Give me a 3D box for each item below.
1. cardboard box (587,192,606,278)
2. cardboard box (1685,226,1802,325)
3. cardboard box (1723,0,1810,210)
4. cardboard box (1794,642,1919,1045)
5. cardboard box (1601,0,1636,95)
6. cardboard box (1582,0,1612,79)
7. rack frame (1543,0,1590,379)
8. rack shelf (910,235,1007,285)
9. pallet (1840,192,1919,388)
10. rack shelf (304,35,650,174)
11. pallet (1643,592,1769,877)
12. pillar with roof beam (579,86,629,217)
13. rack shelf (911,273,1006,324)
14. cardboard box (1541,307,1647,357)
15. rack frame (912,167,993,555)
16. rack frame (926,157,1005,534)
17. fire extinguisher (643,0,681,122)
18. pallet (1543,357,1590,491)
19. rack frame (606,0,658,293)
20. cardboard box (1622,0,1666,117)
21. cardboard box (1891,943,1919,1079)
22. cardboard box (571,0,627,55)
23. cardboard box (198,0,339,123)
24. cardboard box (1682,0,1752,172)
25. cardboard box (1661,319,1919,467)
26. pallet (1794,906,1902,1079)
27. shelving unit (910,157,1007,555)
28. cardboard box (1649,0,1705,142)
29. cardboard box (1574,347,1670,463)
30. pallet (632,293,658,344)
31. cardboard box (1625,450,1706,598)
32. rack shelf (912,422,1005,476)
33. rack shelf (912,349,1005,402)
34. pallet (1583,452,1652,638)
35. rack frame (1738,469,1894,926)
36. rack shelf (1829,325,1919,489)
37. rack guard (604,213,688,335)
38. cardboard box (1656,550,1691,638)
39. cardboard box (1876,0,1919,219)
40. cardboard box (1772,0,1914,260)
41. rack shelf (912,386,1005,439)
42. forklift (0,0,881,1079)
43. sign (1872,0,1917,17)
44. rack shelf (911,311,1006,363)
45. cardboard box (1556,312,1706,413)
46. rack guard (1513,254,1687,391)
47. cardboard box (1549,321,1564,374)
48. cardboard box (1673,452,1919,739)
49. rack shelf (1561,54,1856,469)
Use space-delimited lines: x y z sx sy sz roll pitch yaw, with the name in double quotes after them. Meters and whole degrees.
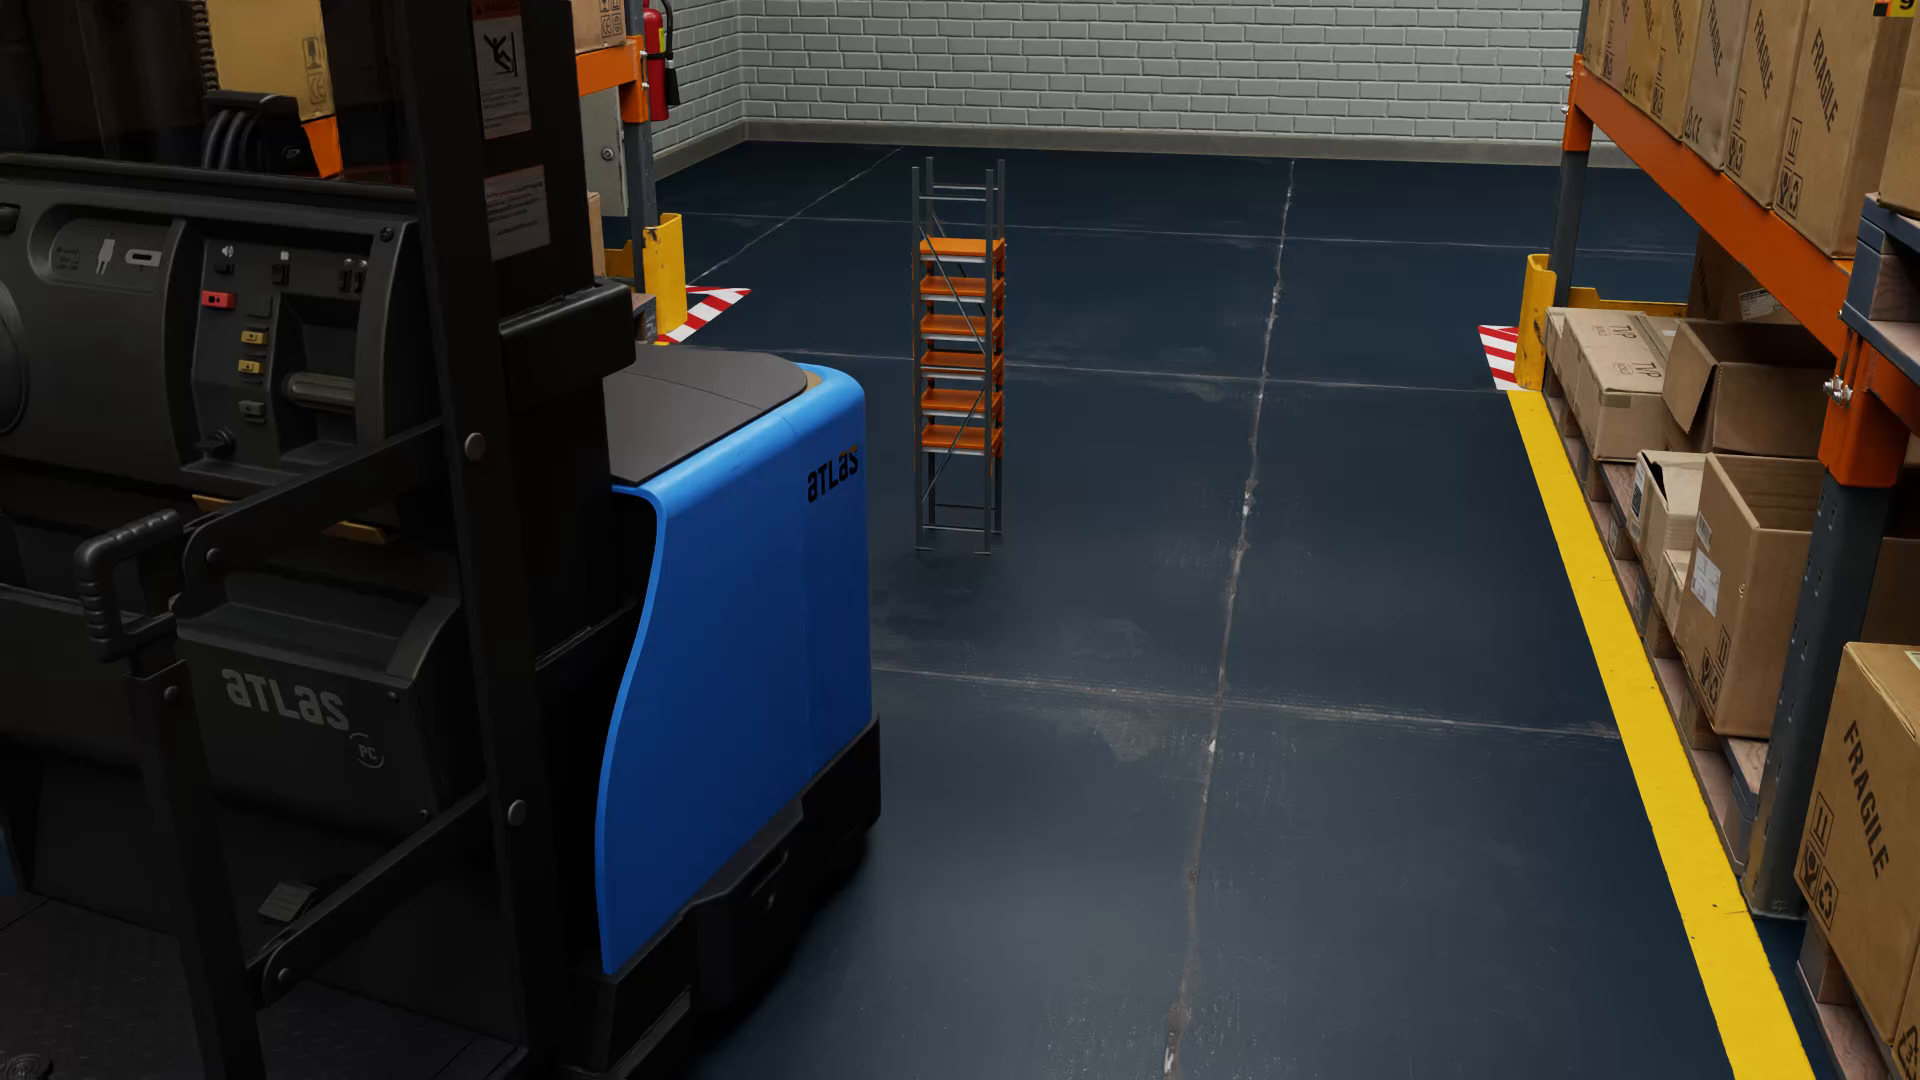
-1.950 -1.207 7.119 0.700 0.500 0.500 4 22 11 "cardboard box"
3.076 -0.886 6.295 0.500 0.500 0.500 4 22 11 "cardboard box"
2.084 -1.033 3.770 0.500 0.500 0.500 5 22 12 "cardboard box"
1.792 0.518 2.810 0.500 0.500 0.500 3 22 8 "cardboard box"
2.497 -1.774 5.609 0.500 0.500 0.500 4 22 10 "cardboard box"
2.597 -1.963 6.079 0.500 0.500 0.500 5 22 12 "cardboard box"
2.945 -2.059 6.451 1.000 3.000 0.127 4 22 11 "rack frame"
-0.003 -0.844 4.998 0.258 0.103 0.180 4 22 11 "rack shelf"
1.859 -0.223 2.149 1.003 0.211 1.213 4 22 11 "pallet"
-2.313 -1.370 5.703 1.077 0.370 4.000 4 22 11 "rack shelf"
2.270 0.446 3.963 1.003 0.211 1.213 4 22 11 "pallet"
2.014 -5.943 8.065 9.100 9.000 0.400 4 22 11 "pillar with roof beam"
-0.003 -0.733 5.043 0.258 0.103 0.180 4 22 11 "rack shelf"
2.524 -0.814 6.586 0.380 0.149 0.250 4 22 11 "cardboard box"
-0.022 -0.518 5.033 0.240 1.200 0.006 4 22 11 "rack frame"
0.016 -0.585 5.199 0.240 1.200 0.006 4 22 11 "rack frame"
-1.422 -2.246 7.519 0.296 0.674 0.183 4 22 11 "fire extinguisher"
2.768 -0.446 6.178 1.003 0.211 1.213 4 22 11 "pallet"
-1.905 -2.435 7.385 1.000 3.000 0.127 4 22 11 "rack frame"
2.391 -1.591 5.154 0.500 0.500 0.500 4 22 11 "cardboard box"
1.694 0.714 2.323 0.500 0.500 0.500 5 22 12 "cardboard box"
-1.999 -2.387 6.864 0.980 0.700 0.700 5 23 13 "cardboard box"
-2.440 -1.575 4.848 0.980 0.700 0.700 4 22 10 "cardboard box"
2.187 -1.221 4.237 0.500 0.500 0.500 5 22 12 "cardboard box"
2.508 -0.330 4.909 0.797 0.503 0.637 4 22 11 "cardboard box"
2.000 0.998 2.593 1.003 0.211 1.213 4 22 11 "pallet"
-0.003 -0.551 5.116 0.258 1.200 0.189 4 22 11 "shelving unit"
2.288 -1.408 4.701 0.500 0.500 0.500 5 22 12 "cardboard box"
2.353 -0.445 5.534 0.500 0.250 0.500 4 22 11 "cardboard box"
-1.991 -0.843 7.165 1.003 0.211 1.213 4 22 11 "pallet"
2.121 -0.057 4.491 0.500 0.311 0.500 4 22 11 "cardboard box"
-0.003 -0.287 5.223 0.258 0.103 0.180 4 22 11 "rack shelf"
-0.003 -0.510 5.133 0.258 0.103 0.180 4 22 11 "rack shelf"
2.517 -0.001 5.074 1.003 0.211 1.213 4 22 11 "pallet"
2.129 -0.596 2.818 1.000 3.000 0.127 4 22 11 "rack frame"
1.721 0.469 1.137 1.077 0.370 4.000 4 22 11 "rack shelf"
-1.900 -1.284 7.874 1.175 0.500 0.348 4 22 11 "rack guard"
1.986 0.151 4.192 0.380 0.149 0.250 4 22 11 "cardboard box"
1.814 -0.681 2.333 0.700 0.500 0.500 -3 22 -7 "cardboard box"
1.980 -0.845 3.302 0.500 0.500 0.500 5 22 12 "cardboard box"
-0.003 -0.399 5.178 0.258 0.103 0.180 4 22 11 "rack shelf"
-1.222 -0.273 2.107 1.130 2.935 3.031 9 24 22 "forklift"
1.597 -1.036 2.752 0.100 0.325 0.005 4 22 11 "sign"
-0.003 -0.621 5.088 0.258 0.103 0.180 4 22 11 "rack shelf"
2.455 -0.627 5.988 0.500 0.250 0.500 4 22 11 "cardboard box"
2.930 -0.872 6.849 1.175 0.500 0.348 4 22 11 "rack guard"
2.473 -0.730 6.355 0.380 0.166 0.250 4 22 11 "cardboard box"
1.968 0.129 3.774 0.500 0.500 0.500 4 22 11 "cardboard box"
2.537 -0.994 4.769 1.077 0.370 4.000 4 22 11 "rack shelf"
